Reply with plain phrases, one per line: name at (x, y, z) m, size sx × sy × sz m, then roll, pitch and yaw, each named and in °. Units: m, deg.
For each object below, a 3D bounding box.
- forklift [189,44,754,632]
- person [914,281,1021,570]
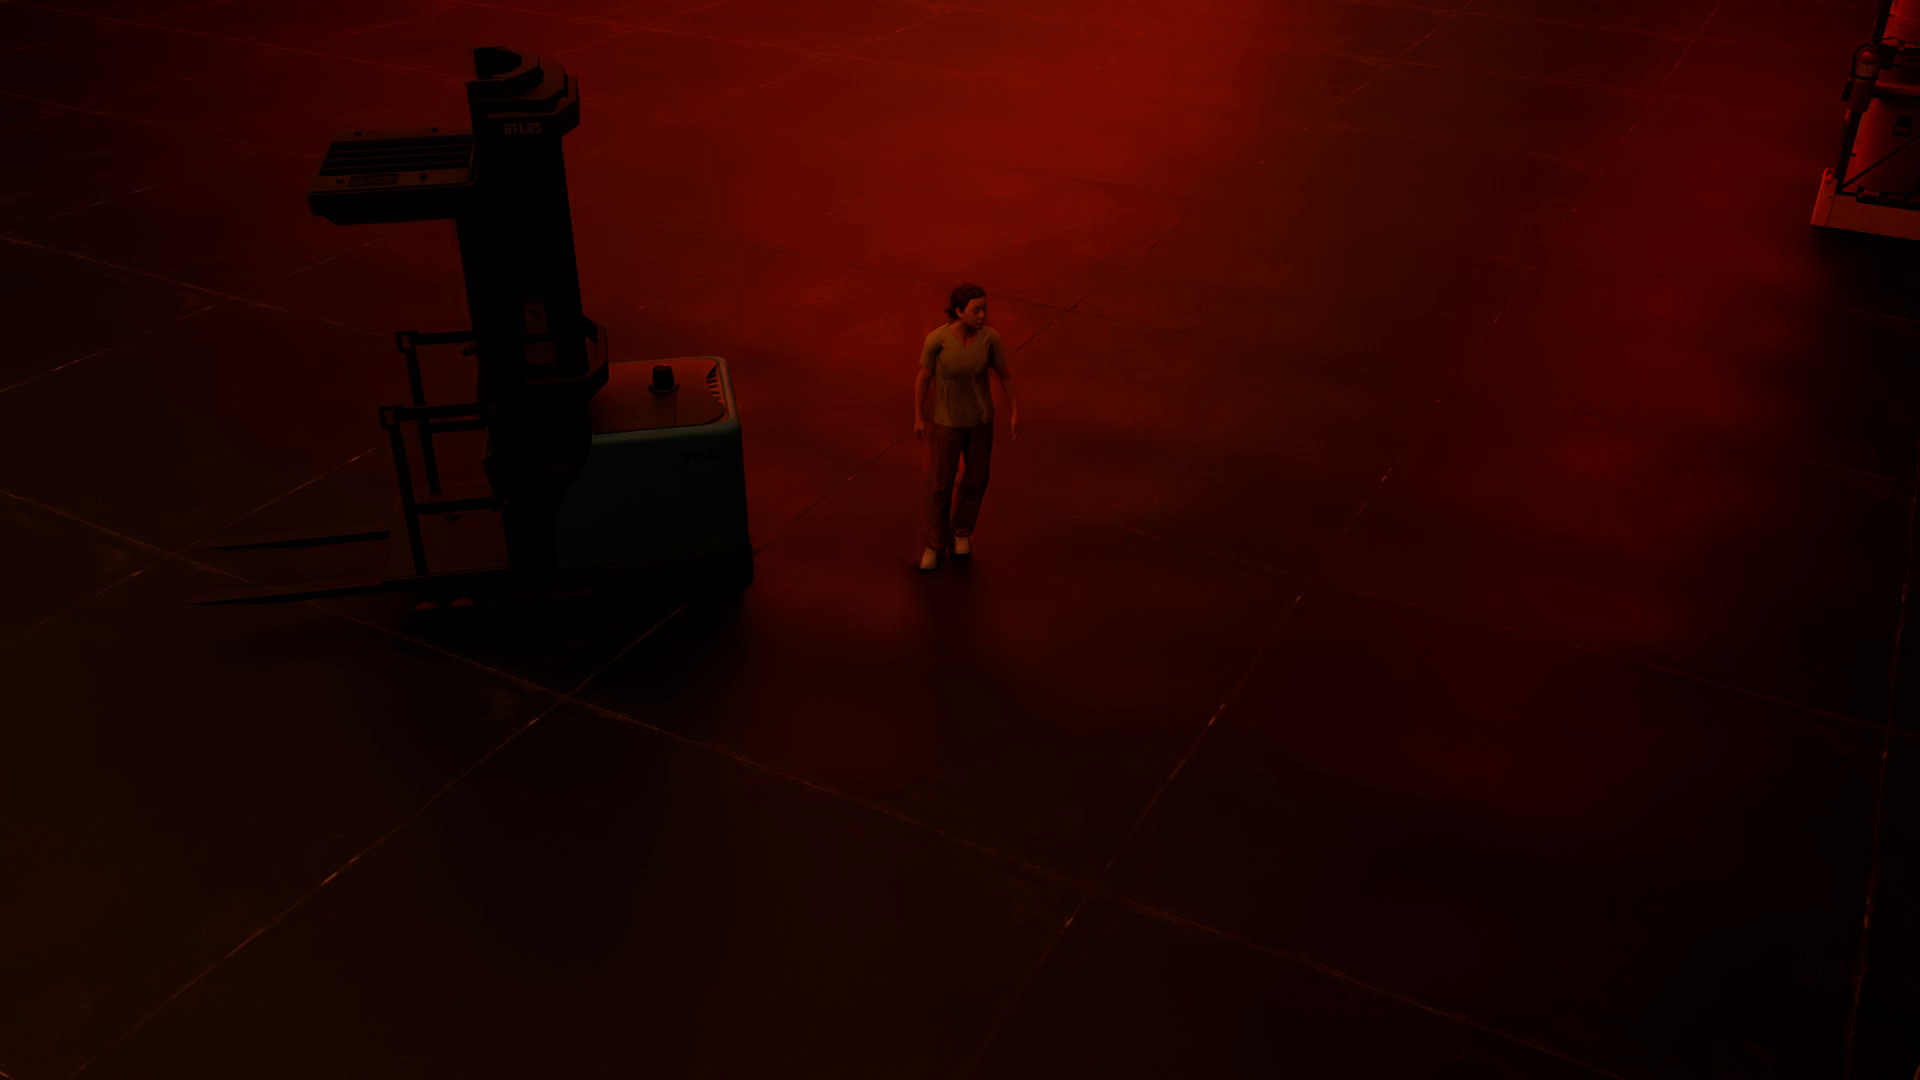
forklift at (-2.743, -1.051, 8.892) m, size 3.031 × 2.935 × 1.130 m, roll -6°, pitch 30°, yaw -10°
person at (0.021, -0.662, 9.497) m, size 0.630 × 1.663 × 0.432 m, roll -8°, pitch 31°, yaw -14°
